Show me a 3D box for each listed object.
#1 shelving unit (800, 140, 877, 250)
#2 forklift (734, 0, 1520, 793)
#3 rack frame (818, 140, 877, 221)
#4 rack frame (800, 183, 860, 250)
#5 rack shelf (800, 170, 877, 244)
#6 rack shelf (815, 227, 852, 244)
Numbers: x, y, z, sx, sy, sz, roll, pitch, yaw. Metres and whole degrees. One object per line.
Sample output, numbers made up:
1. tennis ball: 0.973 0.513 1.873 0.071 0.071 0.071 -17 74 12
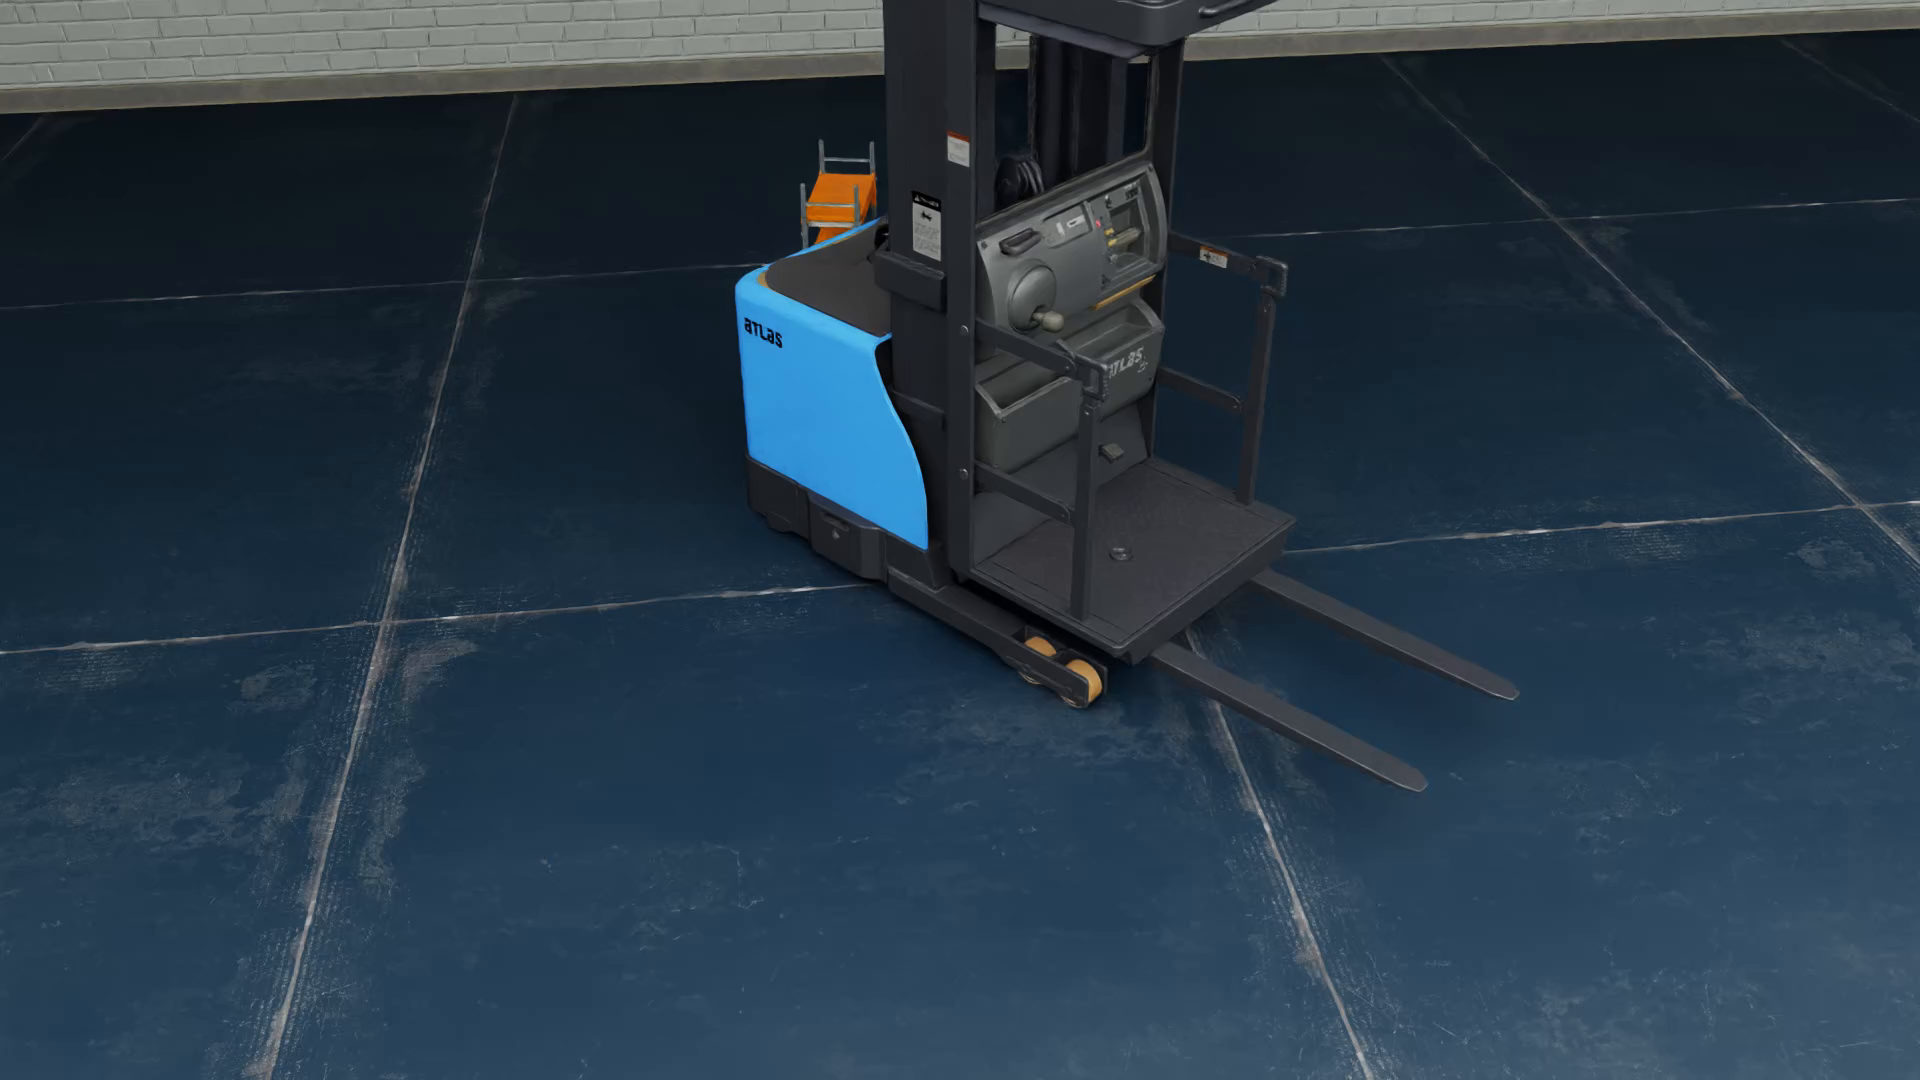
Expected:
1. shelving unit: -0.508 -1.076 7.264 0.258 1.200 0.503 3 34 4
2. forklift: 0.550 -0.954 5.547 3.031 2.935 1.130 27 43 34
3. rack frame: -0.487 -1.213 7.465 0.240 1.200 0.015 3 34 4
4. rack frame: -0.529 -0.939 7.063 0.240 1.200 0.015 3 34 4
5. rack shelf: -0.508 -1.401 7.043 0.258 0.148 0.480 3 34 4
6. rack shelf: -0.508 -1.206 7.176 0.258 0.148 0.480 3 34 4
